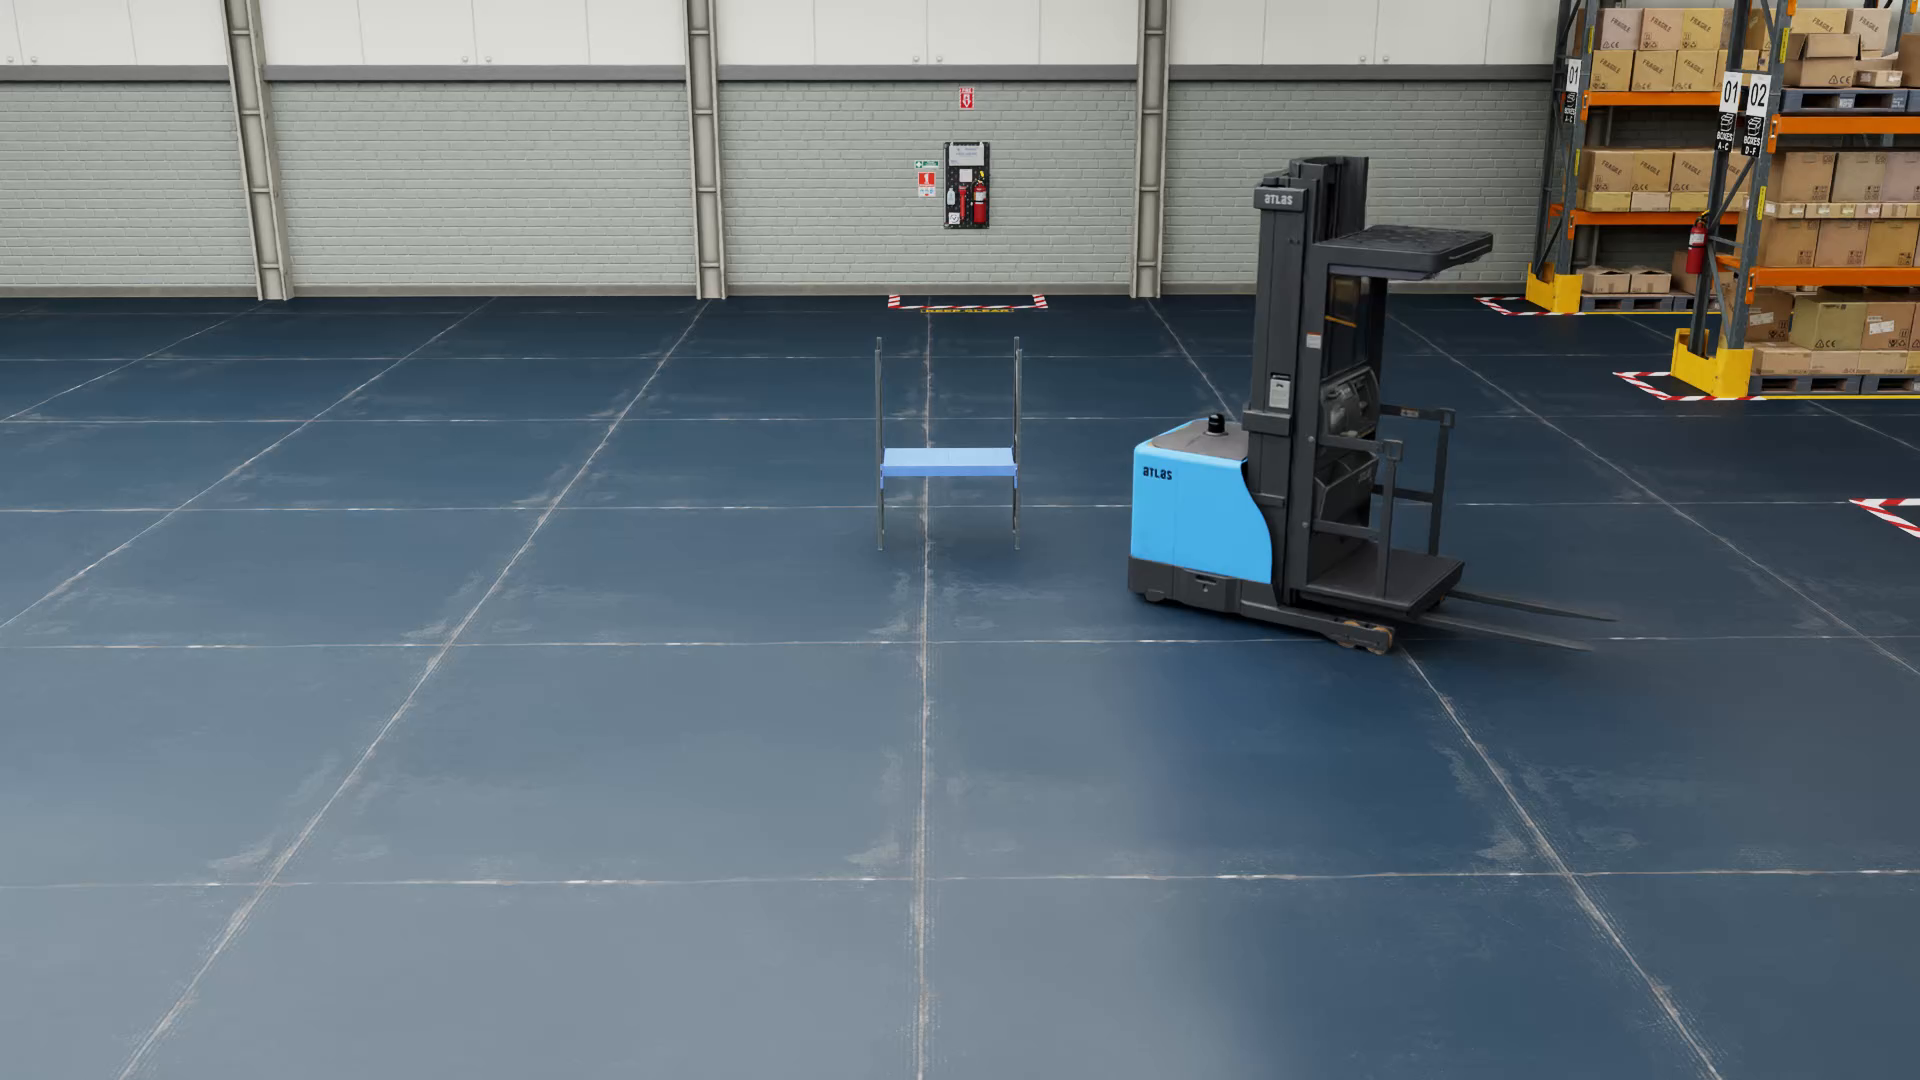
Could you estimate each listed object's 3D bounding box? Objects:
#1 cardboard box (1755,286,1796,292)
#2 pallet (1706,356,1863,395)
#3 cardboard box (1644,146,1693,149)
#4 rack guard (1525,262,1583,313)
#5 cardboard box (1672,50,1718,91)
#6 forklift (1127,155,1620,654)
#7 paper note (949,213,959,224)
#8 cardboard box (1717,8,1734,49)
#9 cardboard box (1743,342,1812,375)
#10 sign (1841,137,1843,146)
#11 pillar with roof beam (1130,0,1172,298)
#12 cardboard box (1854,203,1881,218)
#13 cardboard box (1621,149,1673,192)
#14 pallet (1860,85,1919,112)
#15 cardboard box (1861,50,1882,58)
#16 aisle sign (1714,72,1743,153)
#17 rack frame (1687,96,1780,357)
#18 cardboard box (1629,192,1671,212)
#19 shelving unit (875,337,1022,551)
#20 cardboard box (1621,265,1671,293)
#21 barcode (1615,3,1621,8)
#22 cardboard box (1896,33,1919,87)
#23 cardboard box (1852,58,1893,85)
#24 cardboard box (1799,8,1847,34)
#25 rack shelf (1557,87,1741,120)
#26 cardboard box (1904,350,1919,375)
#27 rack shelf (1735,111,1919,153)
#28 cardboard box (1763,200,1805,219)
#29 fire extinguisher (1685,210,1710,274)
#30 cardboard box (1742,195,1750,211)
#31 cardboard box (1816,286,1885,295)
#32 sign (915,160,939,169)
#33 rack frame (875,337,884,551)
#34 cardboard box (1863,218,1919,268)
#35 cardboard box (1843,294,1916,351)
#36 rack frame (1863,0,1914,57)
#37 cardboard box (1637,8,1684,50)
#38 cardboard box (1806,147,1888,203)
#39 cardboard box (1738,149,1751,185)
[{"bbox_3d":[10.846,-3.605,22.247,0.500,0.500,0.500,-2,18,-5],"label":"cardboard box"},{"bbox_3d":[8.730,-1.759,17.687,1.213,0.211,1.003,0,18,-1],"label":"pallet"},{"bbox_3d":[9.372,-4.949,22.050,0.500,0.500,0.500,-1,18,-2],"label":"cardboard box"},{"bbox_3d":[7.960,-3.394,22.309,0.348,0.500,1.175,0,18,-1],"label":"rack guard"},{"bbox_3d":[9.279,-5.990,21.202,0.500,0.500,0.500,1,18,2],"label":"cardboard box"},{"bbox_3d":[2.648,-0.871,10.465,3.031,2.935,1.130,11,21,32],"label":"forklift"},{"bbox_3d":[-0.079,-4.423,22.866,0.142,0.148,0.016,0,18,-1],"label":"paper note"},{"bbox_3d":[9.852,-6.629,21.557,0.500,0.500,0.500,0,18,-1],"label":"cardboard box"},{"bbox_3d":[8.505,-1.896,17.361,0.500,0.250,0.500,0,18,-1],"label":"cardboard box"},{"bbox_3d":[11.871,-5.324,22.337,0.005,0.325,0.100,0,18,-1],"label":"sign"},{"bbox_3d":[2.639,-6.364,17.654,0.400,9.000,9.100,0,18,-1],"label":"pillar with roof beam"},{"bbox_3d":[9.127,-3.367,16.906,0.250,0.149,0.380,-1,18,-2],"label":"cardboard box"},{"bbox_3d":[8.860,-4.789,21.550,0.500,0.500,0.500,0,18,-1],"label":"cardboard box"},{"bbox_3d":[9.896,-4.459,16.772,1.213,0.211,1.003,0,18,-1],"label":"pallet"},{"bbox_3d":[11.380,-6.010,21.266,0.500,0.500,0.500,0,18,1],"label":"cardboard box"},{"bbox_3d":[7.895,-4.398,17.091,0.004,0.787,0.394,0,18,-1],"label":"aisle sign"},{"bbox_3d":[7.966,-3.071,17.209,0.127,3.000,1.000,0,18,-1],"label":"rack frame"},{"bbox_3d":[8.896,-4.434,21.672,0.500,0.250,0.500,-1,18,-3],"label":"cardboard box"},{"bbox_3d":[-0.085,-0.714,12.317,1.048,1.500,0.538,0,18,-1],"label":"shelving unit"},{"bbox_3d":[9.147,-3.491,22.202,0.500,0.311,0.500,1,18,4],"label":"cardboard box"},{"bbox_3d":[8.586,-6.977,21.694,0.075,0.075,0.001,0,18,-1],"label":"barcode"},{"bbox_3d":[9.631,-4.738,16.415,0.500,0.500,0.500,0,18,-1],"label":"cardboard box"},{"bbox_3d":[9.113,-4.780,16.957,0.500,0.250,0.500,0,18,-1],"label":"cardboard box"},{"bbox_3d":[10.836,-6.473,21.072,0.500,0.500,0.500,1,18,2],"label":"cardboard box"},{"bbox_3d":[9.884,-5.679,21.607,4.000,0.370,1.077,0,18,-1],"label":"rack shelf"},{"bbox_3d":[10.005,-1.903,17.382,0.500,0.250,0.500,0,18,-1],"label":"cardboard box"},{"bbox_3d":[9.965,-4.166,16.891,4.000,0.370,1.077,0,18,-1],"label":"rack shelf"},{"bbox_3d":[8.361,-3.363,16.896,0.250,0.149,0.380,0,18,-1],"label":"cardboard box"},{"bbox_3d":[7.840,-3.175,17.662,0.183,0.674,0.296,0,18,-1],"label":"fire extinguisher"},{"bbox_3d":[8.345,-3.487,17.282,0.250,0.149,0.380,-1,18,-2],"label":"cardboard box"},{"bbox_3d":[9.497,-2.421,17.771,0.500,0.500,0.500,0,18,-1],"label":"cardboard box"},{"bbox_3d":[-0.451,-5.117,22.664,0.331,0.109,0.001,0,18,-1],"label":"sign"},{"bbox_3d":[-0.594,-0.711,12.310,0.032,1.500,0.500,0,18,-1],"label":"rack frame"},{"bbox_3d":[9.454,-3.121,17.203,0.500,0.500,0.700,0,18,0],"label":"cardboard box"},{"bbox_3d":[9.505,-2.262,17.276,0.500,0.500,0.500,0,18,-1],"label":"cardboard box"},{"bbox_3d":[11.883,-7.460,21.069,0.127,3.000,1.000,0,18,-1],"label":"rack frame"},{"bbox_3d":[8.775,-6.460,21.030,0.500,0.500,0.500,0,18,-1],"label":"cardboard box"},{"bbox_3d":[9.011,-3.739,17.005,0.500,0.500,0.700,-1,18,-2],"label":"cardboard box"},{"bbox_3d":[10.413,-4.798,21.579,0.500,0.500,0.500,-1,18,-2],"label":"cardboard box"}]
